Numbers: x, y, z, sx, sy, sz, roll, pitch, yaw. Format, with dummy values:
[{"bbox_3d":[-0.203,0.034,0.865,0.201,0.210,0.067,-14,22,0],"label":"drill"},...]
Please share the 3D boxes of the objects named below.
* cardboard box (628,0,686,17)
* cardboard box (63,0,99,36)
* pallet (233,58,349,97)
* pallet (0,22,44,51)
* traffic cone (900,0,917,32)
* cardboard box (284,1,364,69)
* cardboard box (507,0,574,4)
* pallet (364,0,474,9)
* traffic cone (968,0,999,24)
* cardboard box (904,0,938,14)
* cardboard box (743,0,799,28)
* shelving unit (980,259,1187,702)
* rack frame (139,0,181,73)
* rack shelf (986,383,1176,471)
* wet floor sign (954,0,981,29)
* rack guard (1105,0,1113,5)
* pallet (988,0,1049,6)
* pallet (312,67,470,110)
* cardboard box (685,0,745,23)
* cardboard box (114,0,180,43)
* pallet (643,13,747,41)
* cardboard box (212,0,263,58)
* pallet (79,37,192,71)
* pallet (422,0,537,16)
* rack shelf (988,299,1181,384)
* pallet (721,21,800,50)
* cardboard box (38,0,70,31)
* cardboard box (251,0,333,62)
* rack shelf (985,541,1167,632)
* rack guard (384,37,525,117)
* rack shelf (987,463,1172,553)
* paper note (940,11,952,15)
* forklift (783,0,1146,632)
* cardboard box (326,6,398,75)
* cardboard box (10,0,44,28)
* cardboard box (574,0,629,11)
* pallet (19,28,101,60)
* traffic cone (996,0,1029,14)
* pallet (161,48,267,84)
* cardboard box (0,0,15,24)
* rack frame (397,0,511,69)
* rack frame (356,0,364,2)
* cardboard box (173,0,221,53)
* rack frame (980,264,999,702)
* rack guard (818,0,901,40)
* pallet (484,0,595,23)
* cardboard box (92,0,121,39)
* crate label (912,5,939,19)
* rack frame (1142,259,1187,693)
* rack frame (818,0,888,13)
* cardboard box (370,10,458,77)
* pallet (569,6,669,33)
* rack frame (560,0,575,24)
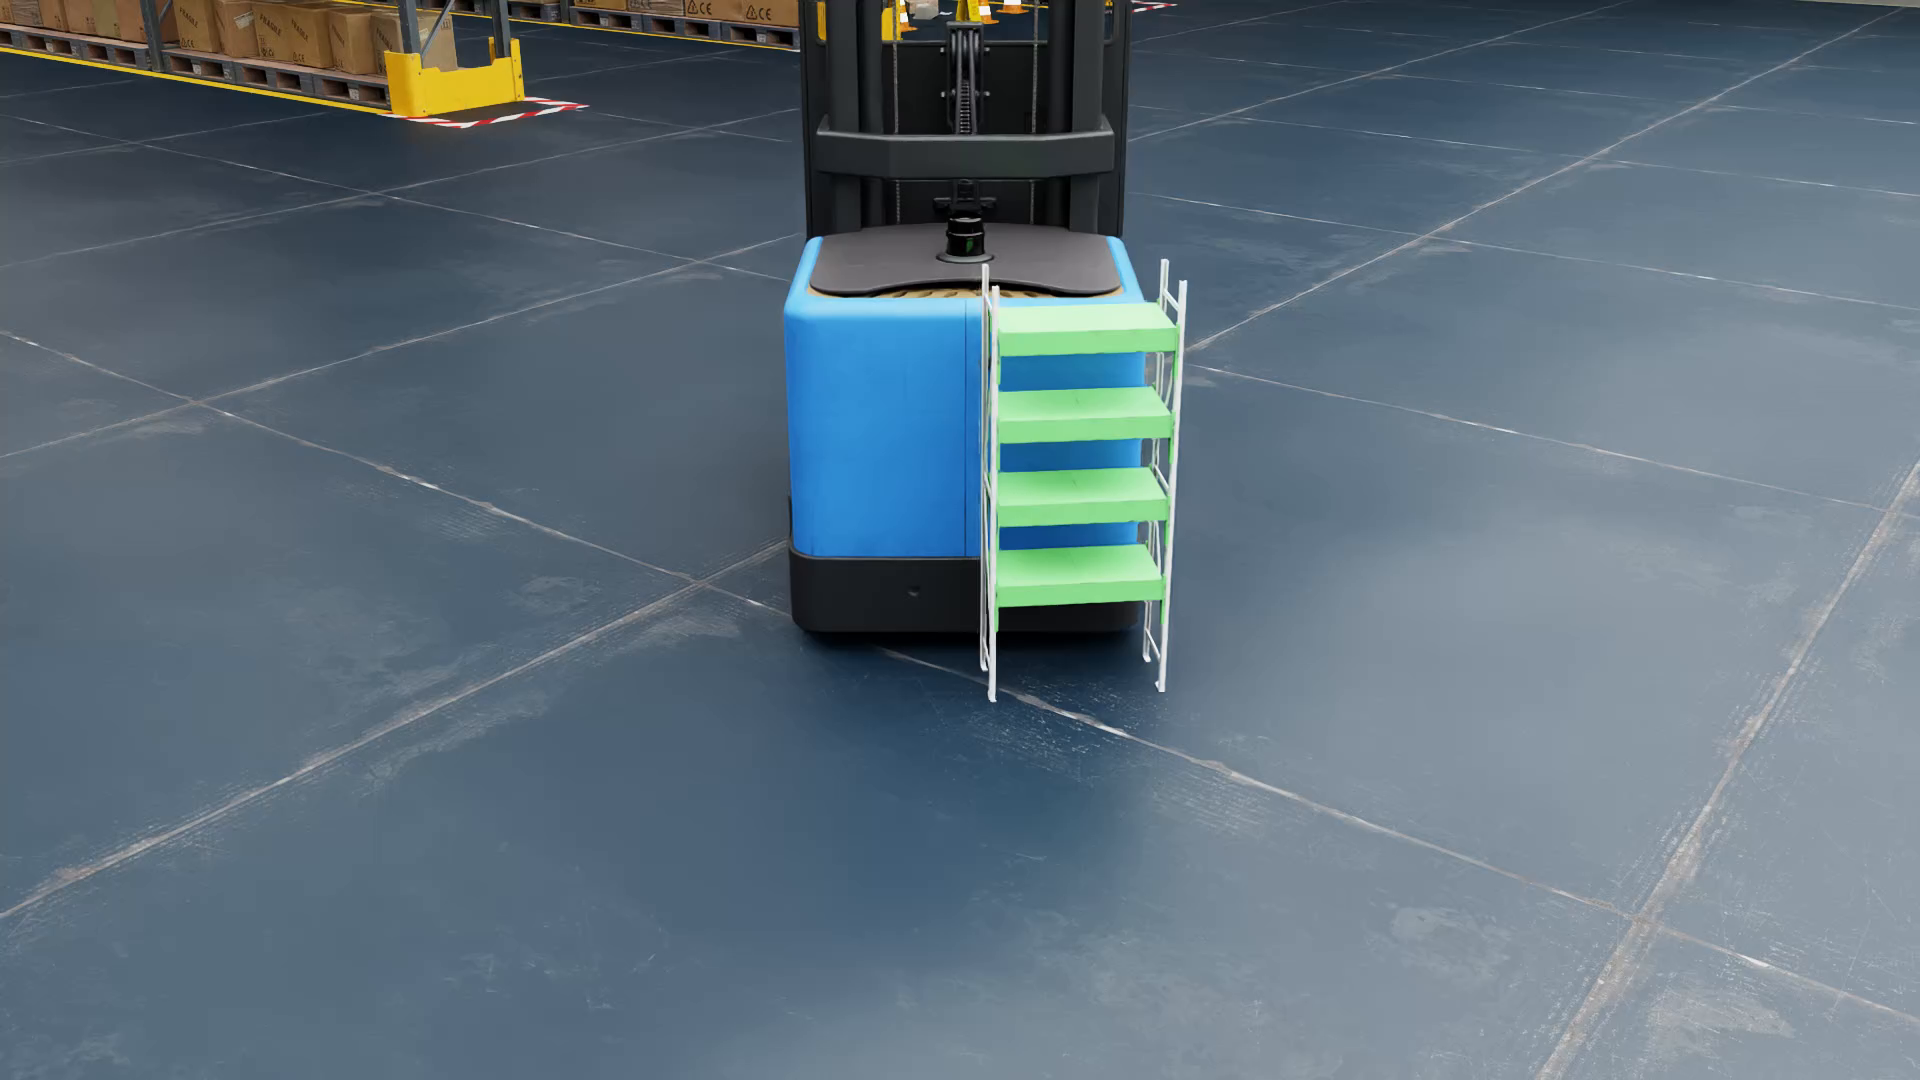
[{"bbox_3d":[-3.134,-6.400,18.669,0.875,0.875,0.875,17,29,34],"label":"cardboard box"},{"bbox_3d":[-8.671,-5.465,16.987,0.500,0.500,0.700,14,27,29],"label":"cardboard box"},{"bbox_3d":[-5.836,-4.273,15.187,1.213,0.211,1.003,17,29,33],"label":"pallet"},{"bbox_3d":[-9.951,-5.497,17.964,1.213,0.211,1.003,17,29,33],"label":"pallet"},{"bbox_3d":[-0.692,-6.029,18.861,0.334,0.463,0.336,17,29,33],"label":"traffic cone"},{"bbox_3d":[-5.652,-4.524,14.876,0.500,0.500,0.500,20,31,38],"label":"cardboard box"},{"bbox_3d":[-4.870,-6.855,19.857,0.750,0.750,1.050,17,29,33],"label":"cardboard box"},{"bbox_3d":[-6.934,-7.047,21.483,1.213,0.211,1.003,17,29,33],"label":"pallet"},{"bbox_3d":[0.258,-6.312,19.501,0.334,0.463,0.336,17,29,33],"label":"traffic cone"},{"bbox_3d":[-0.490,-6.586,20.513,0.380,0.149,0.250,-10,26,-21],"label":"cardboard box"},{"bbox_3d":[-1.701,-5.966,17.685,0.875,0.875,0.875,17,29,34],"label":"cardboard box"},{"bbox_3d":[0.322,-0.150,4.600,0.503,1.200,0.258,-2,24,-6],"label":"shelving unit"},{"bbox_3d":[-7.375,-5.995,15.637,0.127,3.000,1.000,17,29,33],"label":"rack frame"},{"bbox_3d":[0.322,-0.311,4.530,0.480,0.148,0.258,-2,24,-6],"label":"rack shelf"},{"bbox_3d":[0.092,-6.158,18.927,0.232,0.644,0.267,12,26,24],"label":"wet floor sign"},{"bbox_3d":[1.709,-7.100,21.244,0.348,0.500,1.175,17,29,33],"label":"rack guard"},{"bbox_3d":[1.080,-7.175,21.774,1.213,0.211,1.003,17,29,33],"label":"pallet"},{"bbox_3d":[-4.864,-3.978,14.517,1.213,0.211,1.003,17,29,33],"label":"pallet"},{"bbox_3d":[-2.406,-6.178,18.167,0.875,0.875,0.875,16,29,32],"label":"cardboard box"},{"bbox_3d":[-7.853,-5.208,16.405,0.500,0.500,0.700,14,28,29],"label":"cardboard box"},{"bbox_3d":[-2.777,-5.791,18.632,1.213,0.211,1.003,17,29,33],"label":"pallet"},{"bbox_3d":[-6.616,-4.798,15.498,0.500,0.500,0.500,-16,28,-31],"label":"cardboard box"},{"bbox_3d":[-7.998,-4.907,16.625,1.213,0.211,1.003,17,29,33],"label":"pallet"},{"bbox_3d":[-5.962,-6.752,20.813,1.213,0.211,1.003,17,29,33],"label":"pallet"},{"bbox_3d":[0.322,-0.532,4.435,0.480,0.148,0.258,-2,24,-6],"label":"rack shelf"},{"bbox_3d":[-1.805,-5.496,17.962,1.213,0.211,1.003,17,29,33],"label":"pallet"},{"bbox_3d":[-9.118,-5.599,17.293,0.500,0.500,0.700,20,31,38],"label":"cardboard box"},{"bbox_3d":[-6.072,-4.673,15.215,0.500,0.500,0.500,14,27,29],"label":"cardboard box"},{"bbox_3d":[0.322,0.129,4.721,0.480,0.148,0.258,-2,24,-6],"label":"rack shelf"},{"bbox_3d":[-4.235,-3.902,13.987,0.348,0.500,1.175,17,29,33],"label":"rack guard"},{"bbox_3d":[0.322,-0.091,4.626,0.480,0.148,0.258,-2,24,-6],"label":"rack shelf"},{"bbox_3d":[-0.181,-6.453,20.358,0.142,0.019,0.148,7,25,15],"label":"paper note"},{"bbox_3d":[0.016,-1.612,5.773,1.130,2.935,3.031,0,24,0],"label":"forklift"},{"bbox_3d":[-5.162,-4.366,14.519,0.500,0.500,0.500,-17,29,-34],"label":"cardboard box"},{"bbox_3d":[-9.576,-5.734,17.599,0.500,0.500,0.700,14,27,29],"label":"cardboard box"},{"bbox_3d":[-3.858,-6.616,19.160,0.875,0.875,0.875,17,29,34],"label":"cardboard box"},{"bbox_3d":[-8.979,-5.202,17.294,1.213,0.211,1.003,17,29,33],"label":"pallet"},{"bbox_3d":[0.652,-6.752,20.501,0.334,0.463,0.336,17,29,33],"label":"traffic cone"},{"bbox_3d":[-6.816,-4.568,15.856,1.213,0.211,1.003,17,29,33],"label":"pallet"},{"bbox_3d":[-10.027,-5.864,17.894,0.500,0.500,0.700,15,28,31],"label":"cardboard box"},{"bbox_3d":[-4.174,-5.028,13.441,0.127,3.000,1.000,17,29,33],"label":"rack frame"},{"bbox_3d":[-7.520,-8.538,21.408,0.127,3.000,1.000,17,29,33],"label":"rack frame"},{"bbox_3d":[-7.079,-4.934,15.807,0.500,0.500,0.500,16,28,32],"label":"cardboard box"},{"bbox_3d":[0.079,-0.140,4.577,0.015,1.200,0.240,-2,24,-6],"label":"rack frame"},{"bbox_3d":[-1.099,-5.454,17.509,0.348,0.500,1.175,17,29,33],"label":"rack guard"},{"bbox_3d":[-4.982,-6.457,20.144,1.213,0.211,1.003,17,29,33],"label":"pallet"},{"bbox_3d":[-8.223,-5.330,16.680,0.500,0.500,0.700,17,29,33],"label":"cardboard box"},{"bbox_3d":[-0.408,-6.333,19.953,0.298,0.136,0.250,3,24,6],"label":"crate label"},{"bbox_3d":[0.565,-0.160,4.624,0.015,1.200,0.240,-2,24,-6],"label":"rack frame"},{"bbox_3d":[-1.118,-6.604,17.018,0.127,3.000,1.000,17,29,33],"label":"rack frame"},{"bbox_3d":[-4.663,-4.233,14.216,0.500,0.500,0.500,-20,31,-38],"label":"cardboard box"},{"bbox_3d":[-3.757,-6.086,19.301,1.213,0.211,1.003,17,29,33],"label":"pallet"},{"bbox_3d":[-4.319,-7.571,19.213,0.127,3.000,1.000,17,29,33],"label":"rack frame"}]
